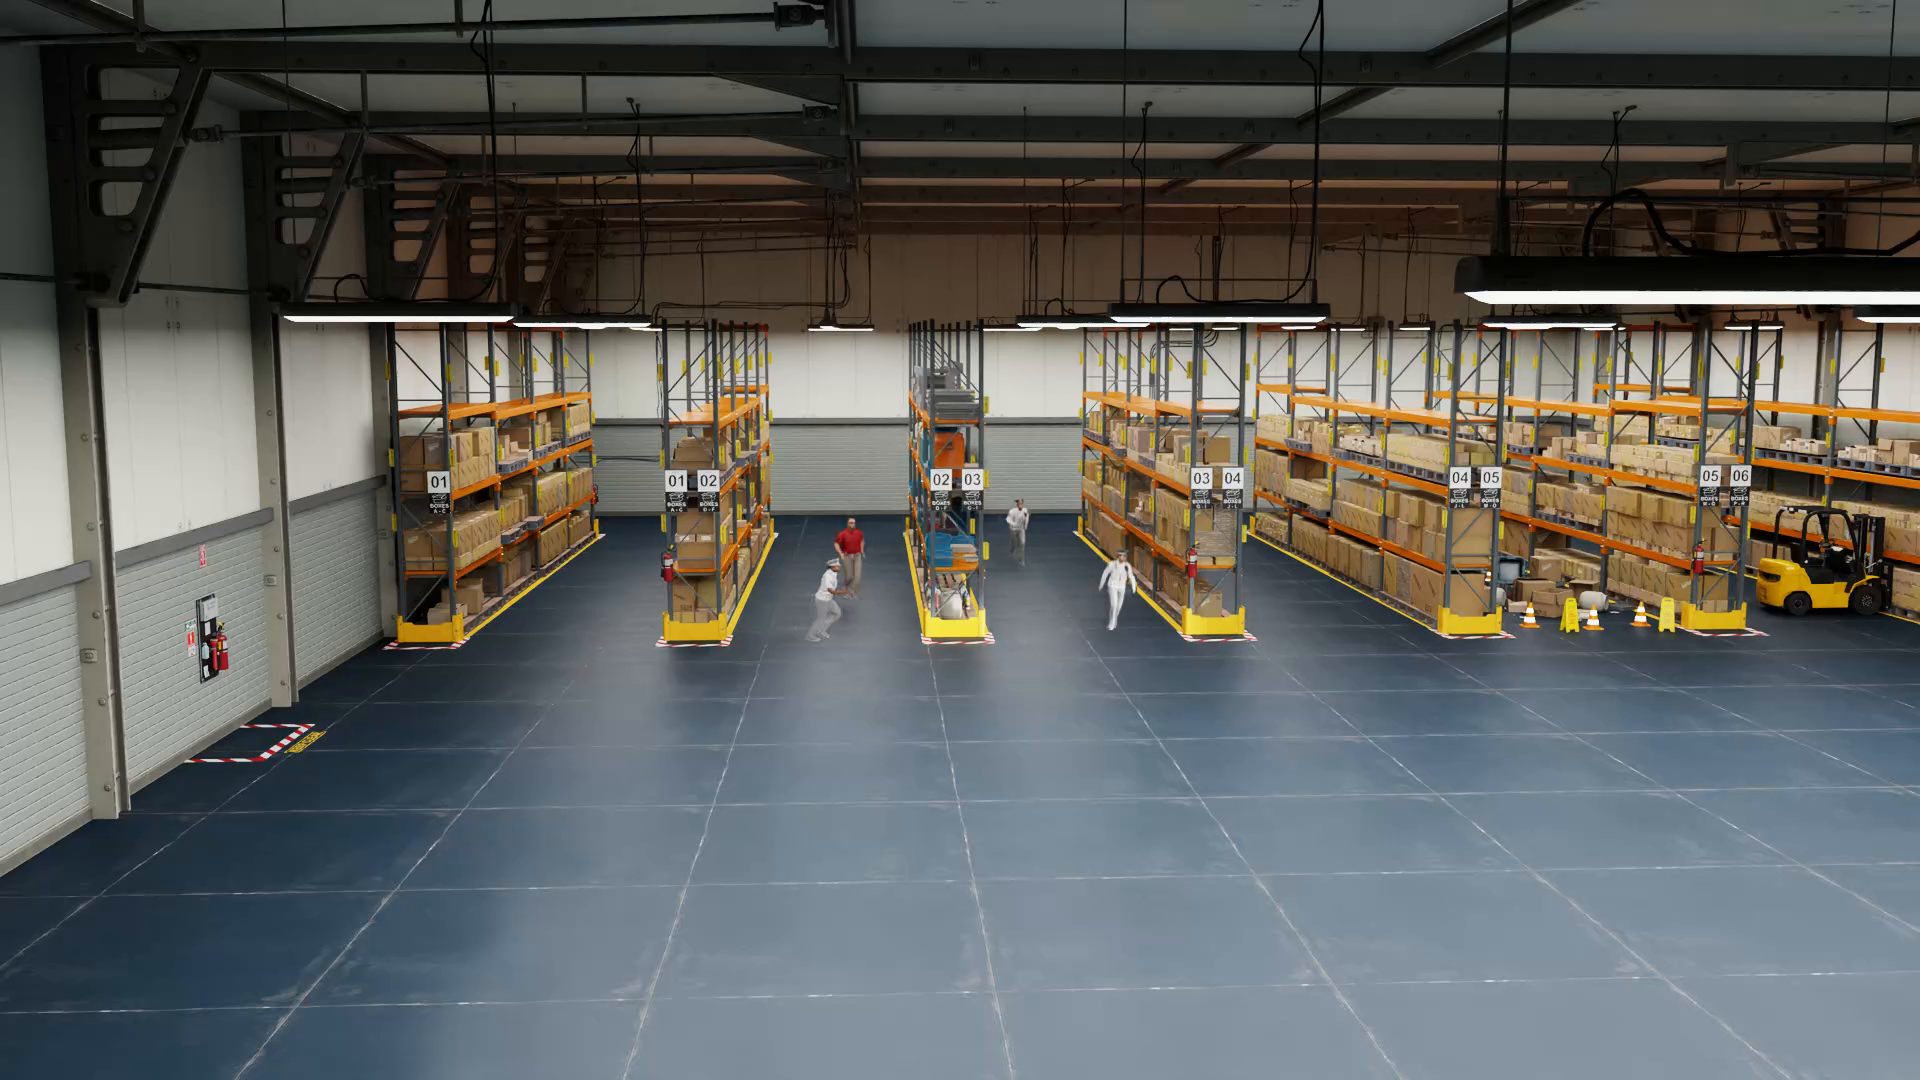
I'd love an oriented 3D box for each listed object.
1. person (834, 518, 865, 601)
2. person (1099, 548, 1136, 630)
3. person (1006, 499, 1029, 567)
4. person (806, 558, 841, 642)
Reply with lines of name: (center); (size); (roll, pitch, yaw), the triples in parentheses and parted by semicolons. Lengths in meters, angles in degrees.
person: (-2.247, 0.383, 34.210); (0.672, 1.693, 0.631); (-3, 8, -23)
person: (3.067, 0.947, 32.148); (0.611, 1.601, 0.731); (-2, 7, -14)
person: (1.431, -0.214, 41.530); (0.623, 1.673, 1.059); (-1, 7, -12)
person: (-2.551, 1.115, 31.069); (0.694, 1.581, 0.521); (1, 7, 9)
